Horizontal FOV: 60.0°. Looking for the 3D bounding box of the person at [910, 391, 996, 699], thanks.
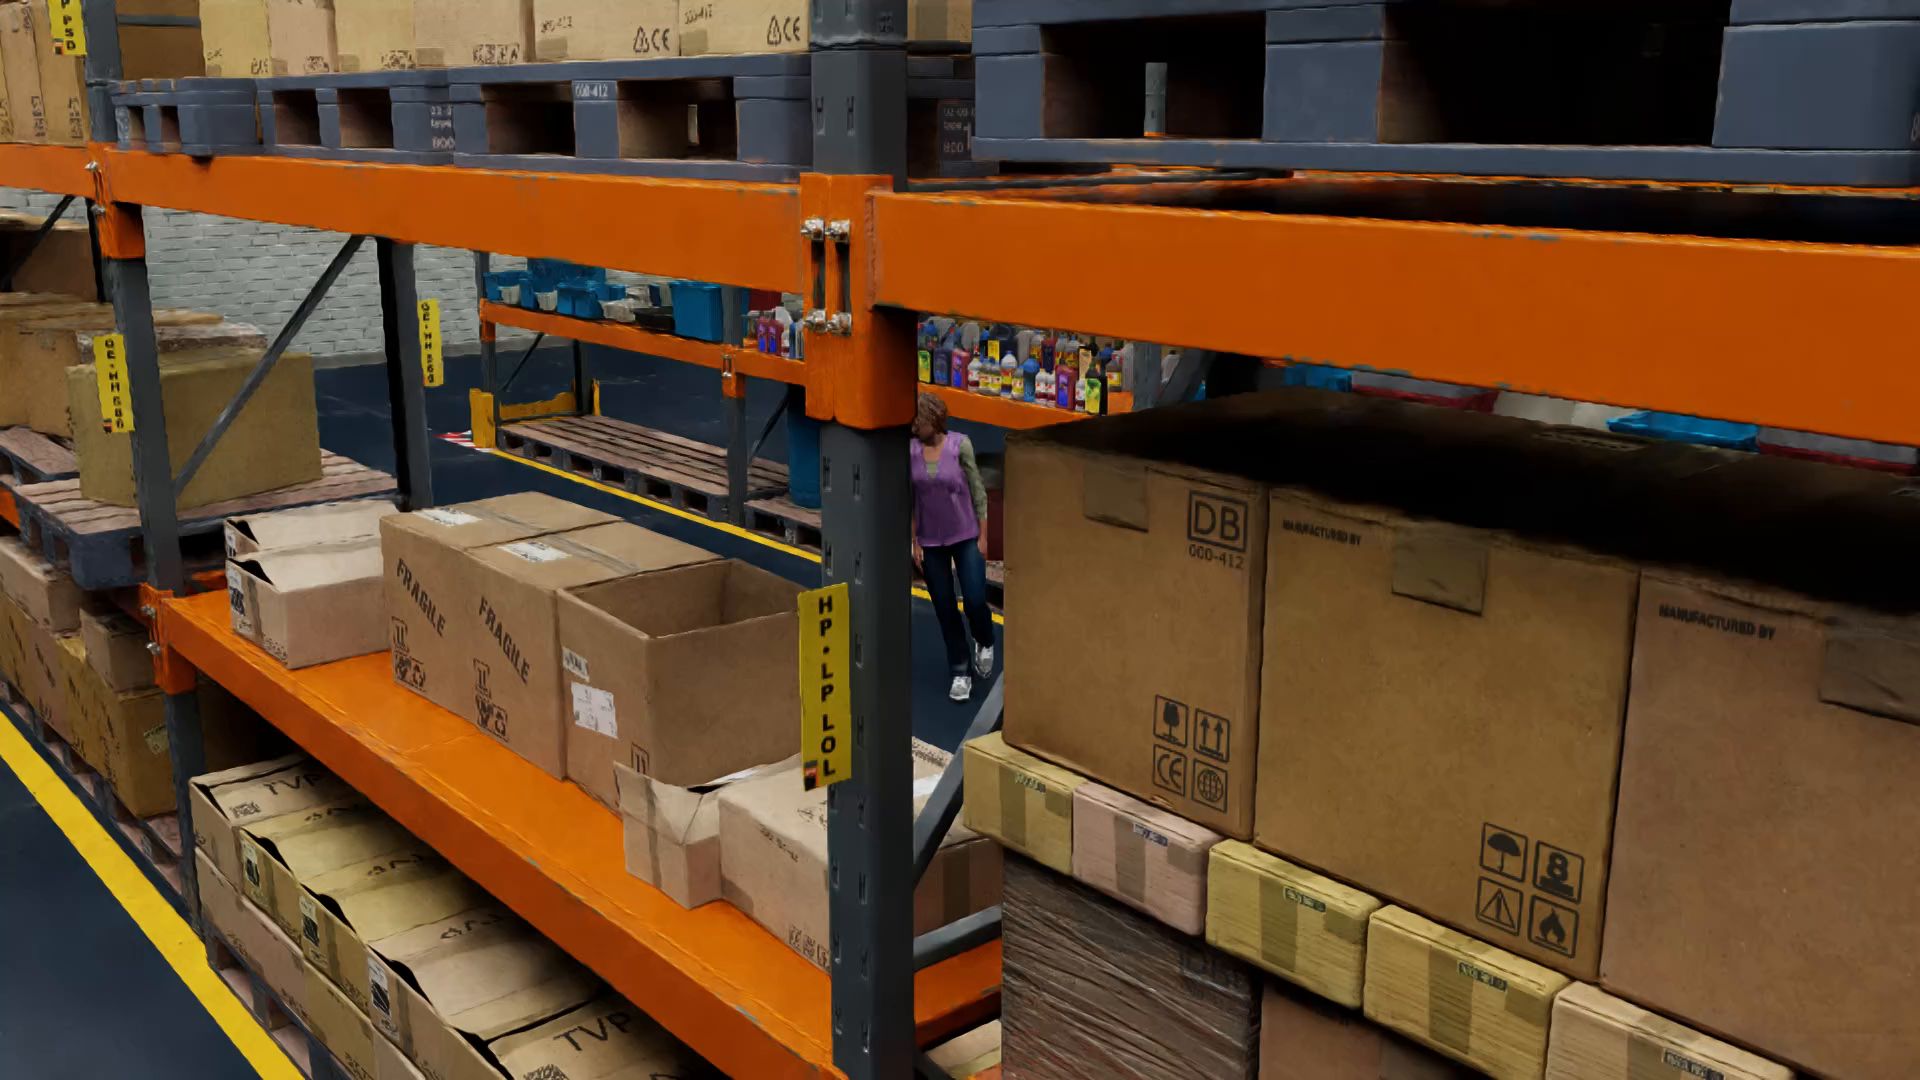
[{"bbox_3d":[-0.052,0.016,8.504,0.461,1.569,0.447,3,15,13],"label":"person"}]
